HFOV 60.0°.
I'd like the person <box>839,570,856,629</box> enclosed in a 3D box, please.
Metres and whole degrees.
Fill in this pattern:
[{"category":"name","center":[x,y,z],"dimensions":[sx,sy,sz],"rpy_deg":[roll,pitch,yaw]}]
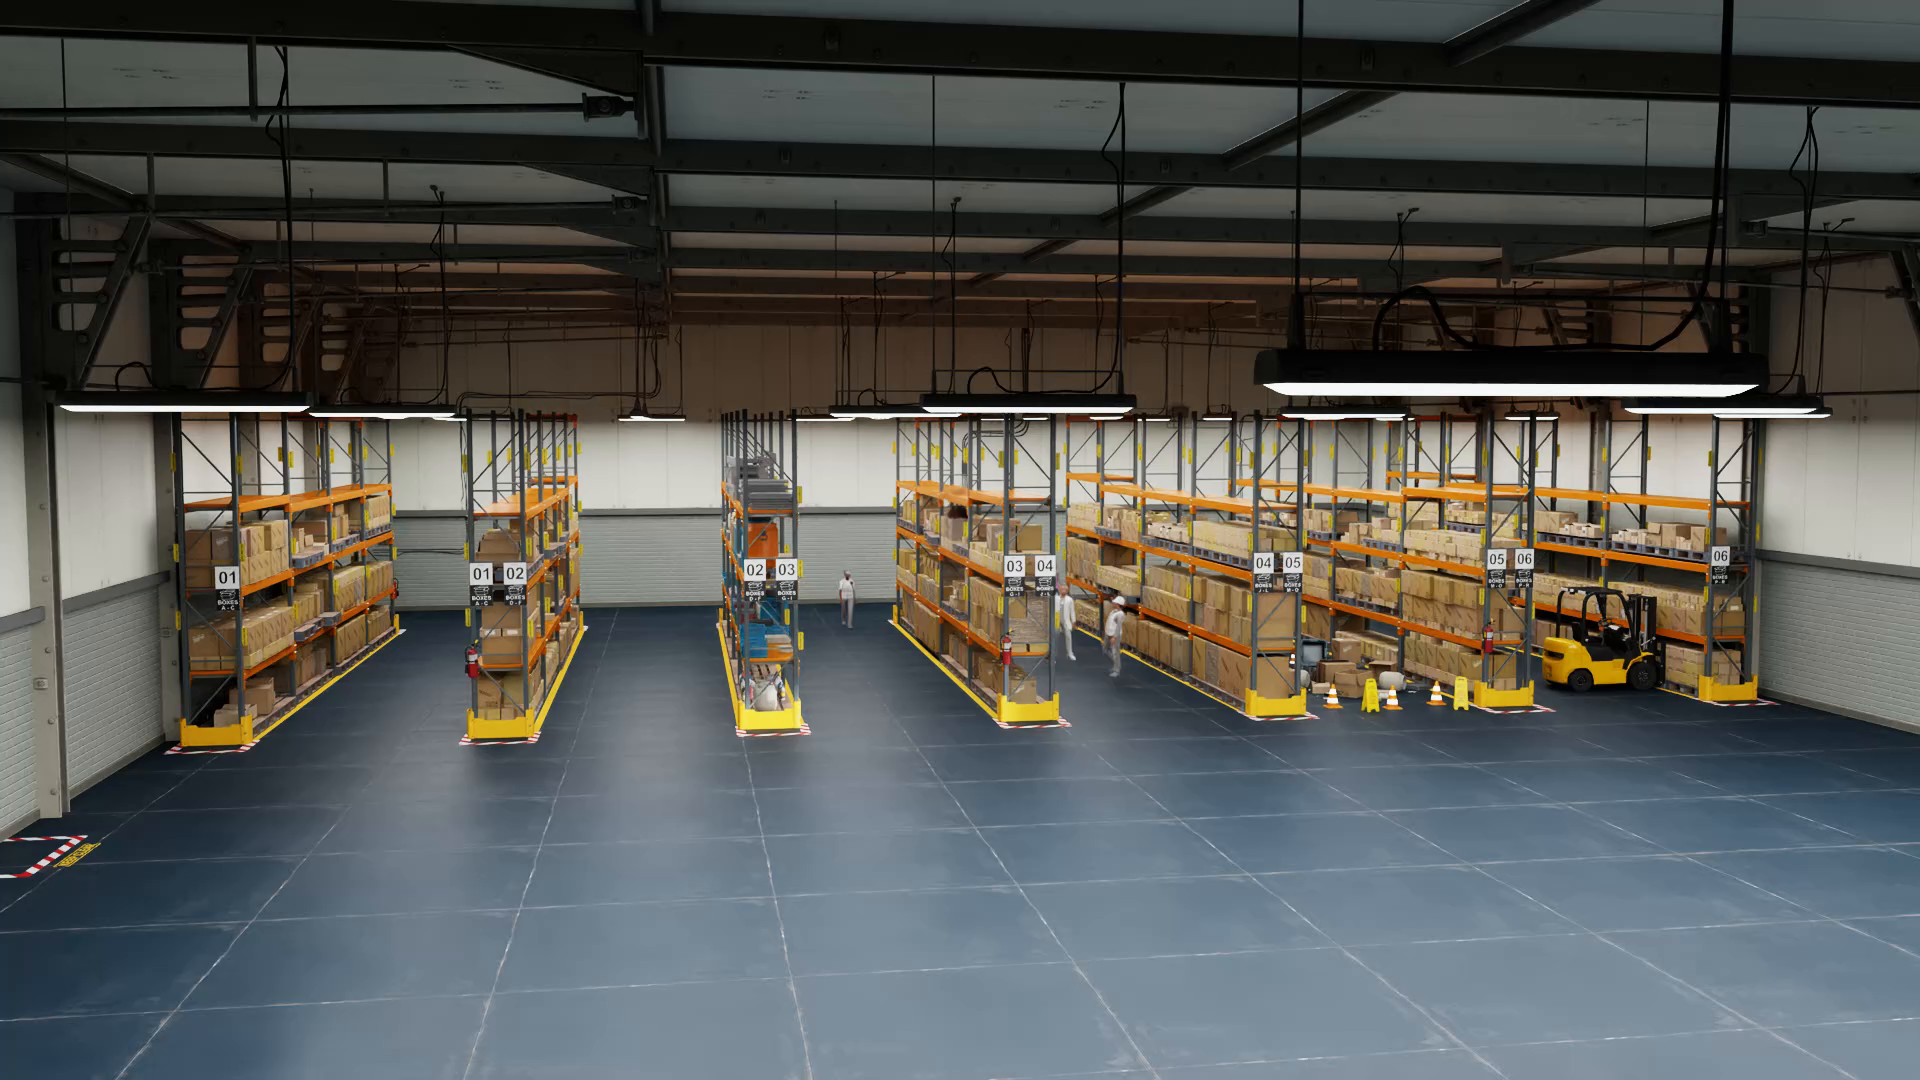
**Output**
[{"category":"person","center":[-3.162,1.645,46.656],"dimensions":[0.470,1.649,0.928],"rpy_deg":[0,4,-5]}]

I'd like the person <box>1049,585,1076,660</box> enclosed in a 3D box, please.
[{"category":"person","center":[2.383,1.936,39.323],"dimensions":[0.795,1.721,1.070],"rpy_deg":[-1,4,-19]}]

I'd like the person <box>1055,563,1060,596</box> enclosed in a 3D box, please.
[{"category":"person","center":[2.802,1.450,49.664],"dimensions":[0.480,1.585,0.414],"rpy_deg":[-3,5,-41]}]

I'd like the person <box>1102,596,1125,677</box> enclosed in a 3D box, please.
[{"category":"person","center":[3.423,2.122,36.850],"dimensions":[0.453,1.762,0.632],"rpy_deg":[-2,4,-22]}]
